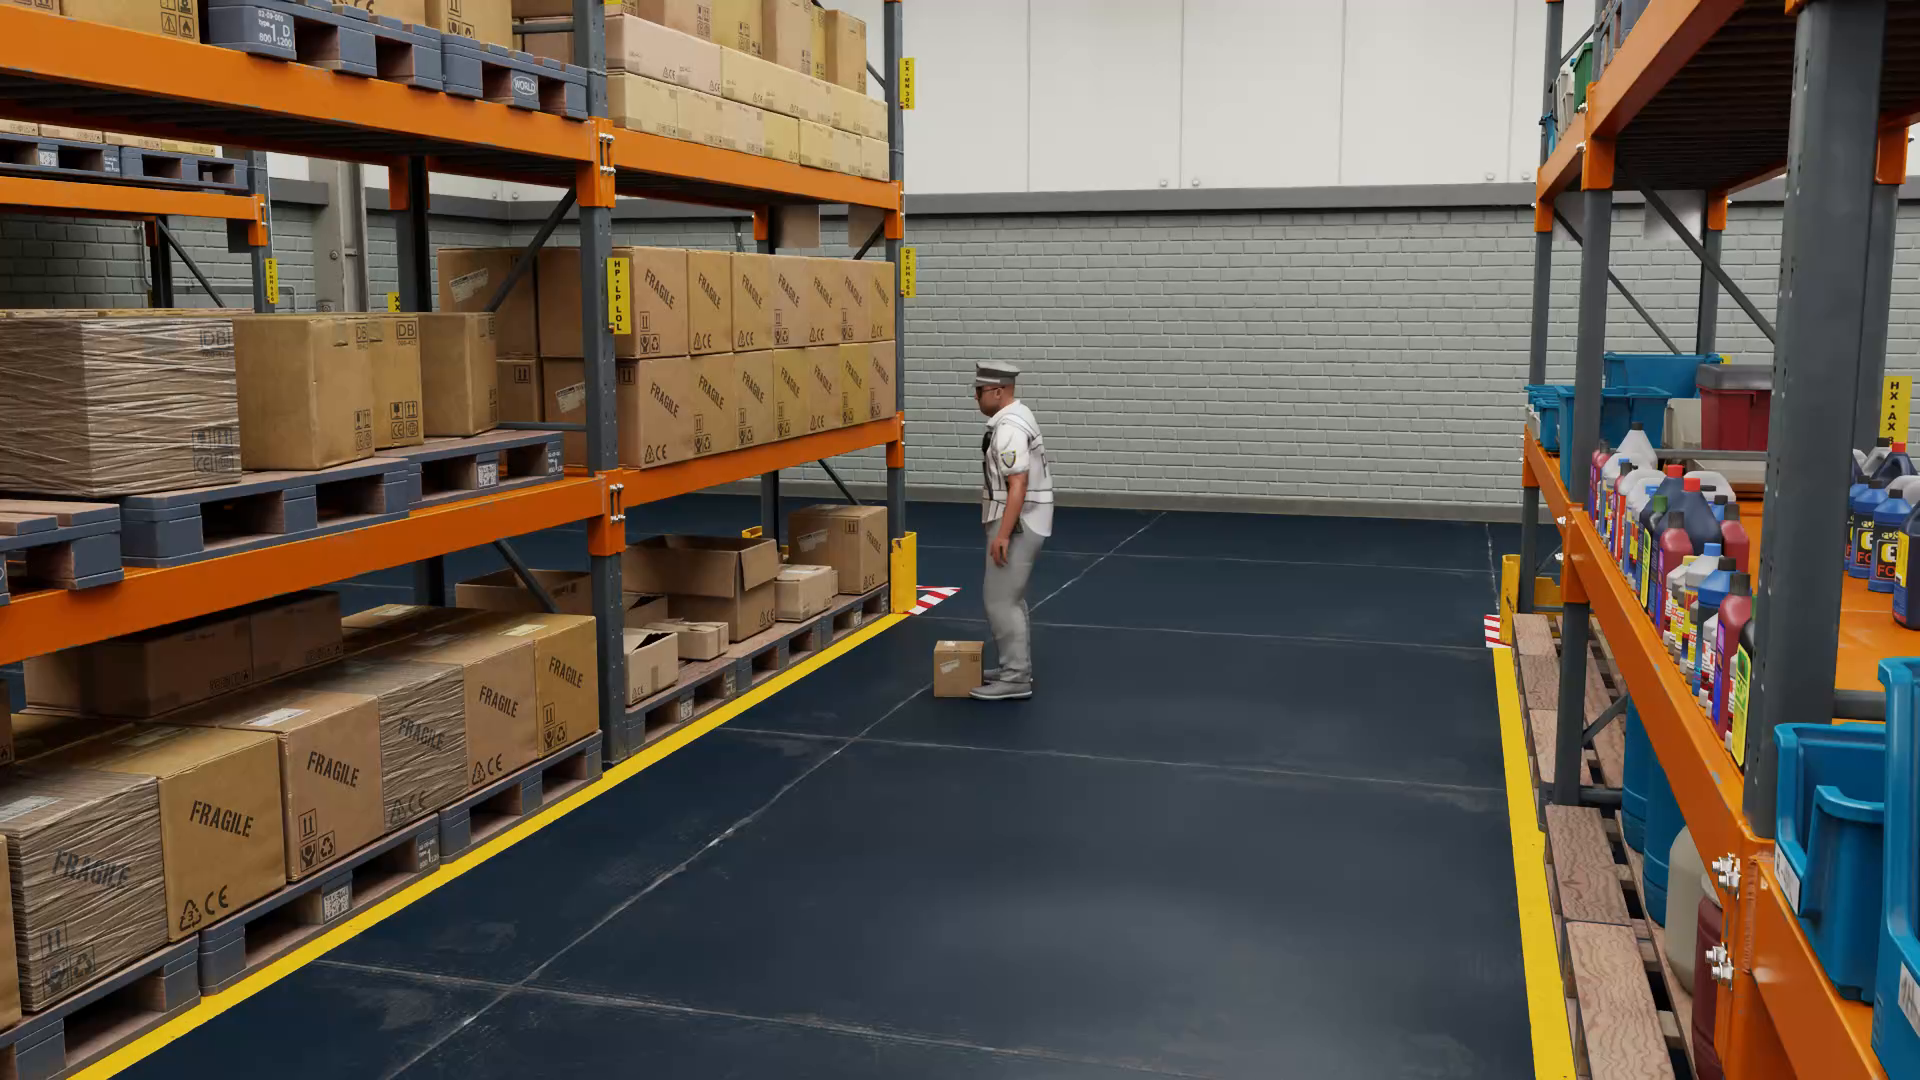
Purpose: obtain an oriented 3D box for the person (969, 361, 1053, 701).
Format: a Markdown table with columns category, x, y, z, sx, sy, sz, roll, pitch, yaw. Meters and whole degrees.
| category | x | y | z | sx | sy | sz | roll | pitch | yaw |
| --- | --- | --- | --- | --- | --- | --- | --- | --- | --- |
| person | 0.270 | -0.057 | 8.686 | 0.431 | 1.750 | 0.606 | 0 | 8 | 3 |
